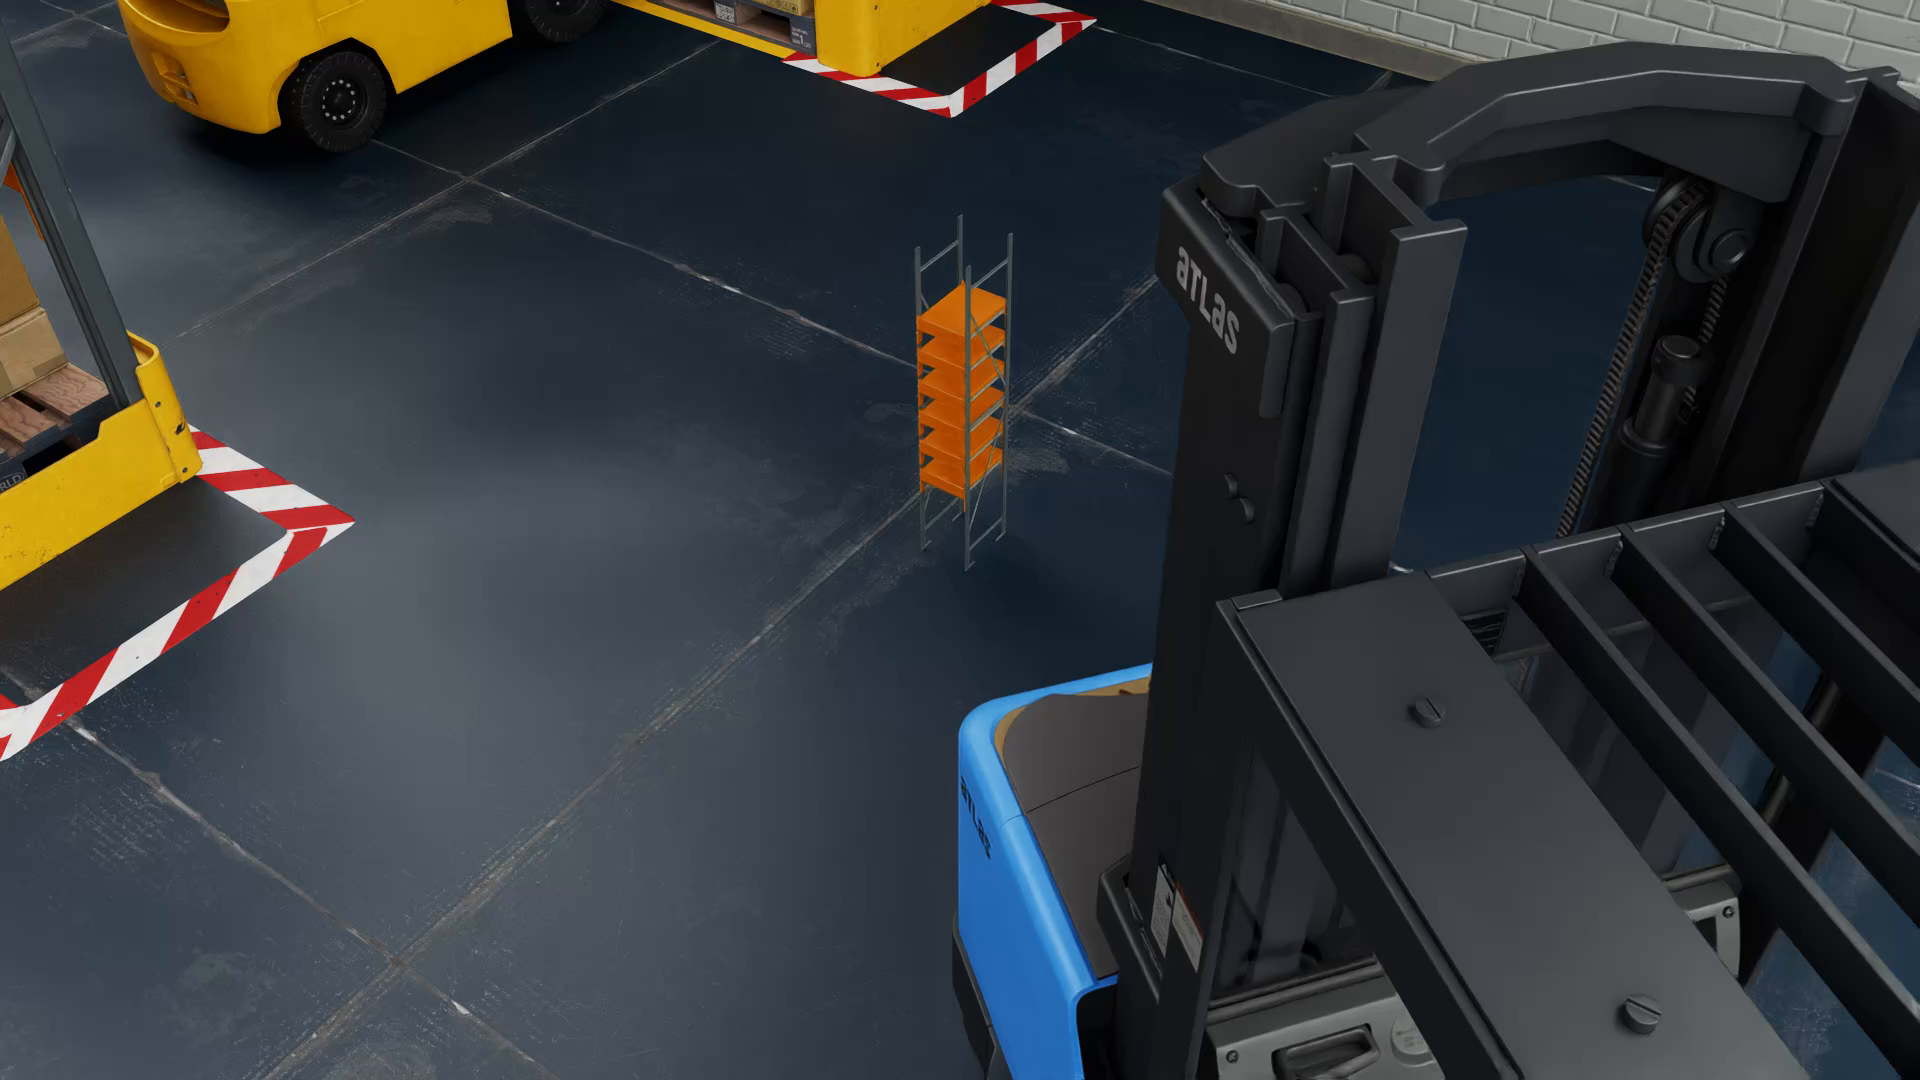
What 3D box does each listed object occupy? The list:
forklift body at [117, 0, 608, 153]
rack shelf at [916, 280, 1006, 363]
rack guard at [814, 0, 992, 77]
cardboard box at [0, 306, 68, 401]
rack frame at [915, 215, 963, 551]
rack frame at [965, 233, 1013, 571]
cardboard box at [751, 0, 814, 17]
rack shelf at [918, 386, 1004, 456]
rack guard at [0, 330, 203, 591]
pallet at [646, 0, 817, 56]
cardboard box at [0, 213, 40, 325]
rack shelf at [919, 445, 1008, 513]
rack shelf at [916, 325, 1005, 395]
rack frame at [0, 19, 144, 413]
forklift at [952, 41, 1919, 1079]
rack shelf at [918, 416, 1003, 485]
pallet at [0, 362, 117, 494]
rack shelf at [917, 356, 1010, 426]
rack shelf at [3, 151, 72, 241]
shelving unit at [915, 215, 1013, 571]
[{"bbox_3d":[-2.896,-3.233,7.750,1.214,2.155,2.313,25,48,25],"label":"forklift body"},{"bbox_3d":[0.012,-0.677,5.133,0.180,0.103,0.258,25,48,25],"label":"rack shelf"},{"bbox_3d":[-0.277,-2.878,8.592,0.348,0.500,1.175,25,48,25],"label":"rack guard"},{"bbox_3d":[-3.645,-0.699,6.029,0.500,0.250,0.500,25,47,25],"label":"cardboard box"},{"bbox_3d":[-0.063,-0.477,5.383,0.006,1.200,0.240,25,48,25],"label":"rack frame"},{"bbox_3d":[0.087,-0.407,5.305,0.006,1.200,0.240,25,48,25],"label":"rack frame"},{"bbox_3d":[-0.862,-2.958,8.554,0.500,0.250,0.500,25,48,26],"label":"cardboard box"},{"bbox_3d":[0.012,-0.408,5.373,0.180,0.103,0.258,25,48,25],"label":"rack shelf"},{"bbox_3d":[-3.205,-0.205,5.604,0.348,0.500,1.175,25,48,25],"label":"rack guard"},{"bbox_3d":[-0.946,-3.050,9.000,1.213,0.211,1.003,25,48,25],"label":"pallet"},{"bbox_3d":[-3.665,-0.988,5.789,0.500,0.500,0.500,24,47,24],"label":"cardboard box"},{"bbox_3d":[0.012,-0.230,5.533,0.180,0.103,0.258,25,48,25],"label":"rack shelf"},{"bbox_3d":[0.012,-0.587,5.213,0.180,0.103,0.258,25,48,25],"label":"rack shelf"},{"bbox_3d":[-3.143,-1.108,4.738,0.127,3.000,1.000,25,48,25],"label":"rack frame"},{"bbox_3d":[0.905,0.923,2.520,1.130,2.935,3.031,-12,43,-13],"label":"forklift"},{"bbox_3d":[0.012,-0.319,5.453,0.180,0.103,0.258,25,48,25],"label":"rack shelf"},{"bbox_3d":[-3.850,-0.428,6.070,1.213,0.211,1.003,25,48,25],"label":"pallet"},{"bbox_3d":[0.012,-0.498,5.293,0.180,0.103,0.258,25,48,25],"label":"rack shelf"},{"bbox_3d":[-4.781,-1.605,5.834,4.000,0.370,1.077,25,48,25],"label":"rack shelf"},{"bbox_3d":[0.012,-0.442,5.344,0.189,1.200,0.258,25,48,25],"label":"shelving unit"}]
